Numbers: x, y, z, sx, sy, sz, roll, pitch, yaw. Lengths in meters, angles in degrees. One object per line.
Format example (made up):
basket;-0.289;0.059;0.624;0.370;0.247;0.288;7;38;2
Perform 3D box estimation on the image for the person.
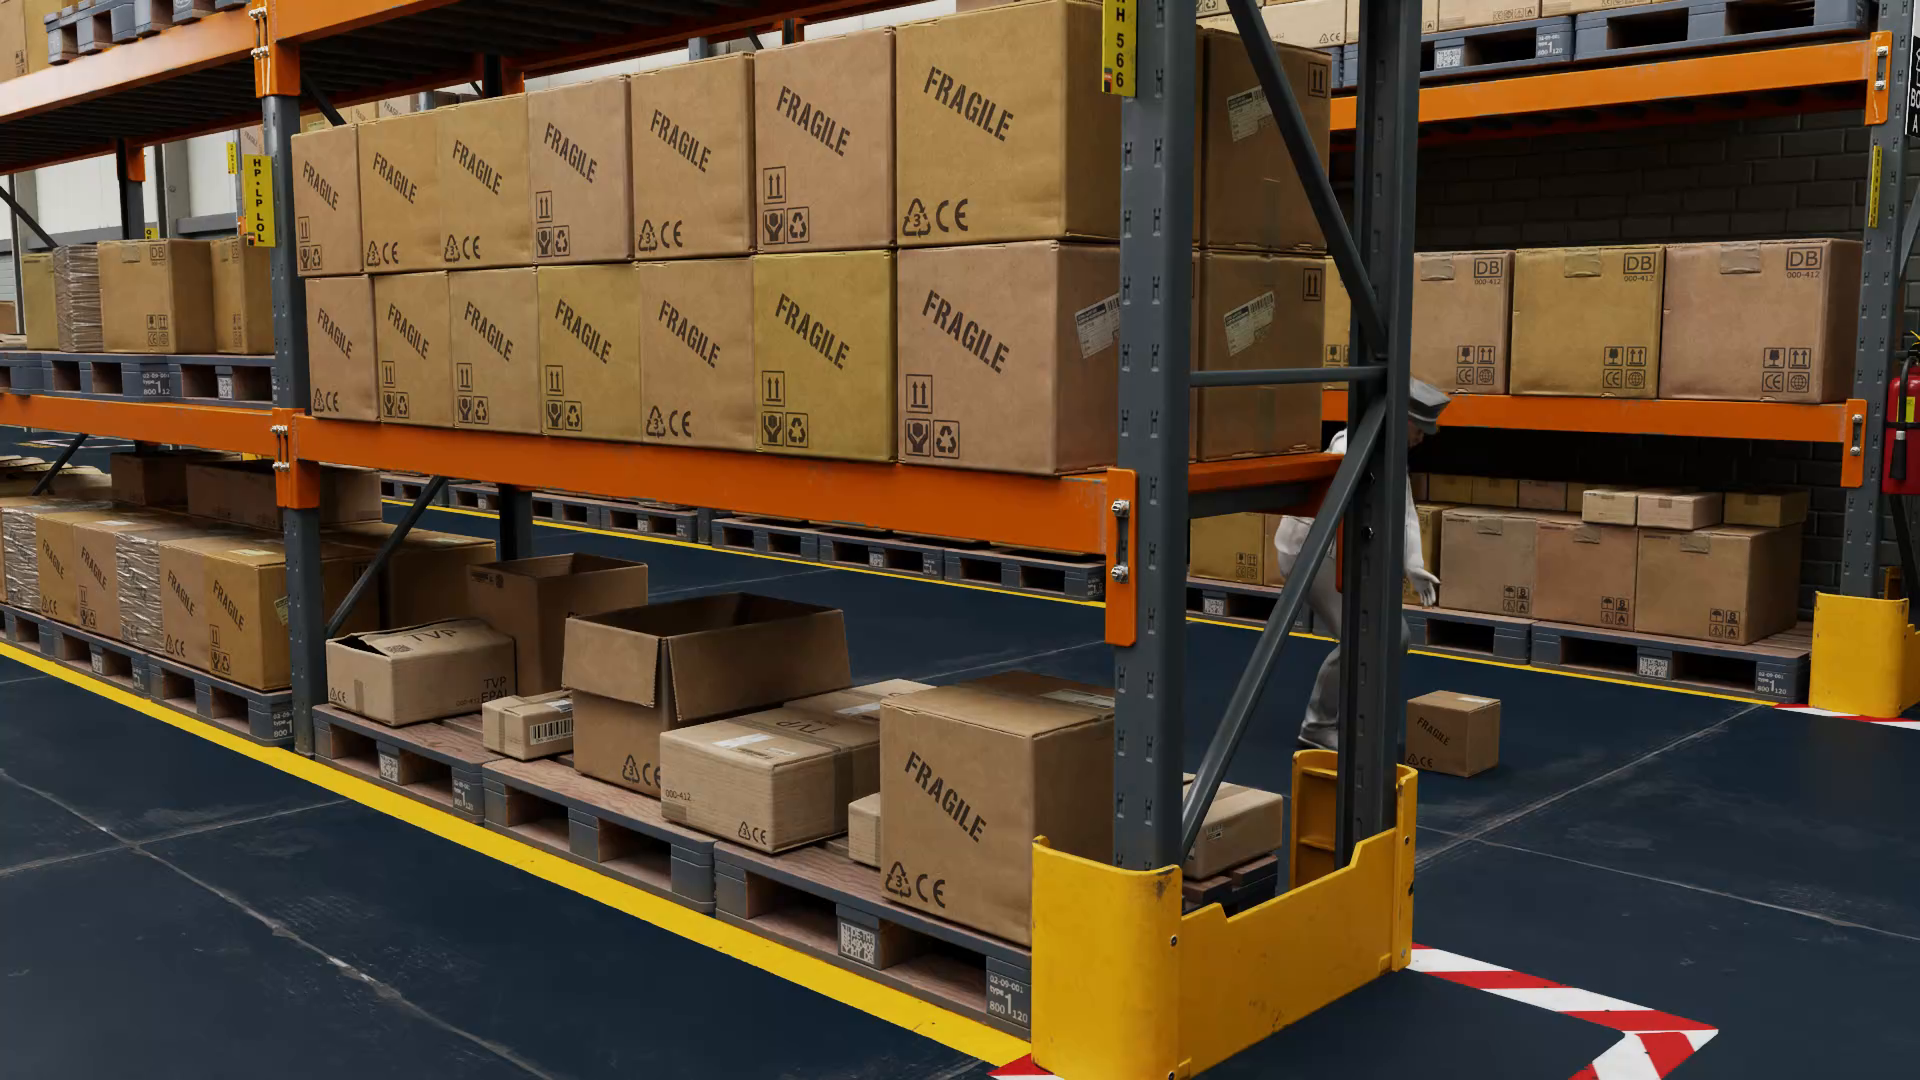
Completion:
person;1.560;0.090;6.434;0.654;1.455;0.533;7;10;44
